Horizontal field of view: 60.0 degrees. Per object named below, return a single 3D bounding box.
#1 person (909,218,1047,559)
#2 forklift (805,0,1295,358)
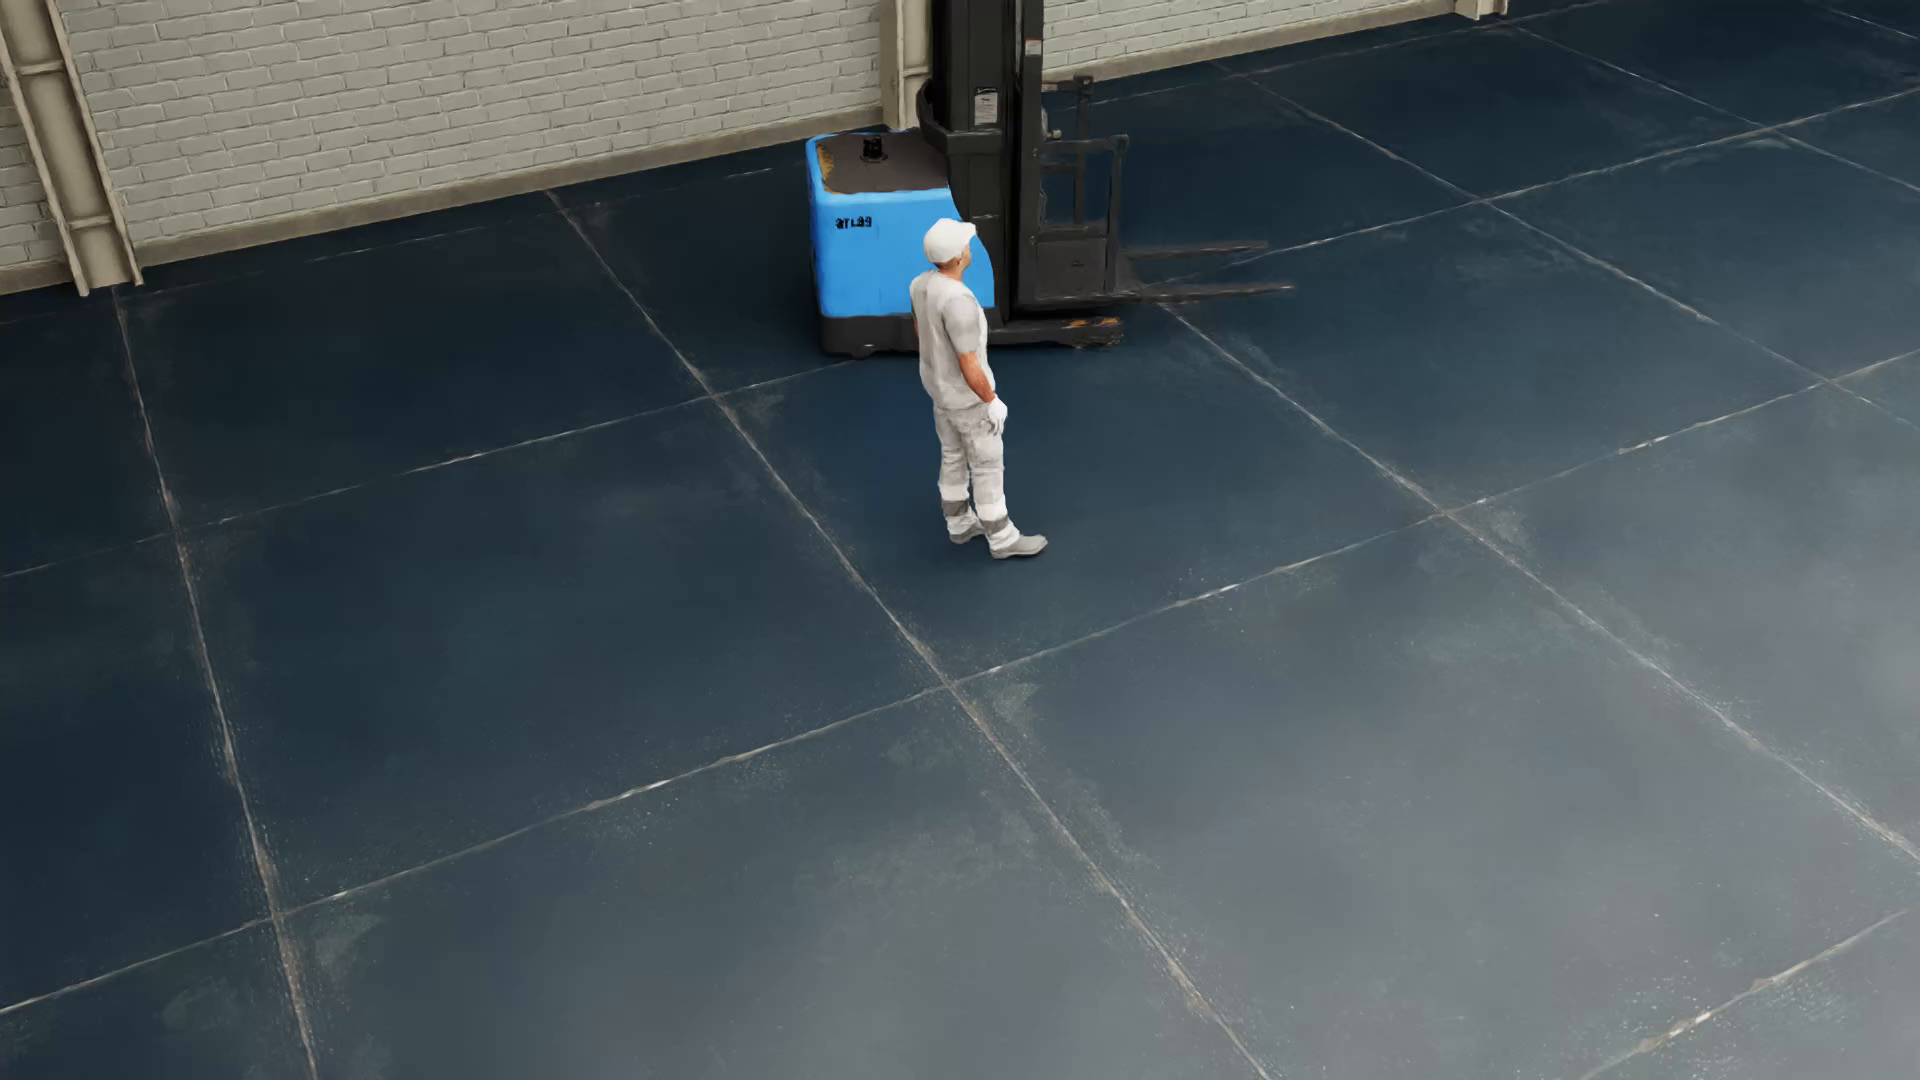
[{"bbox_3d":[0.076,-0.752,8.165,0.563,1.787,0.637,-17,39,-23],"label":"person"},{"bbox_3d":[0.584,-2.693,9.933,3.031,2.935,1.130,-5,36,-7],"label":"forklift"}]
